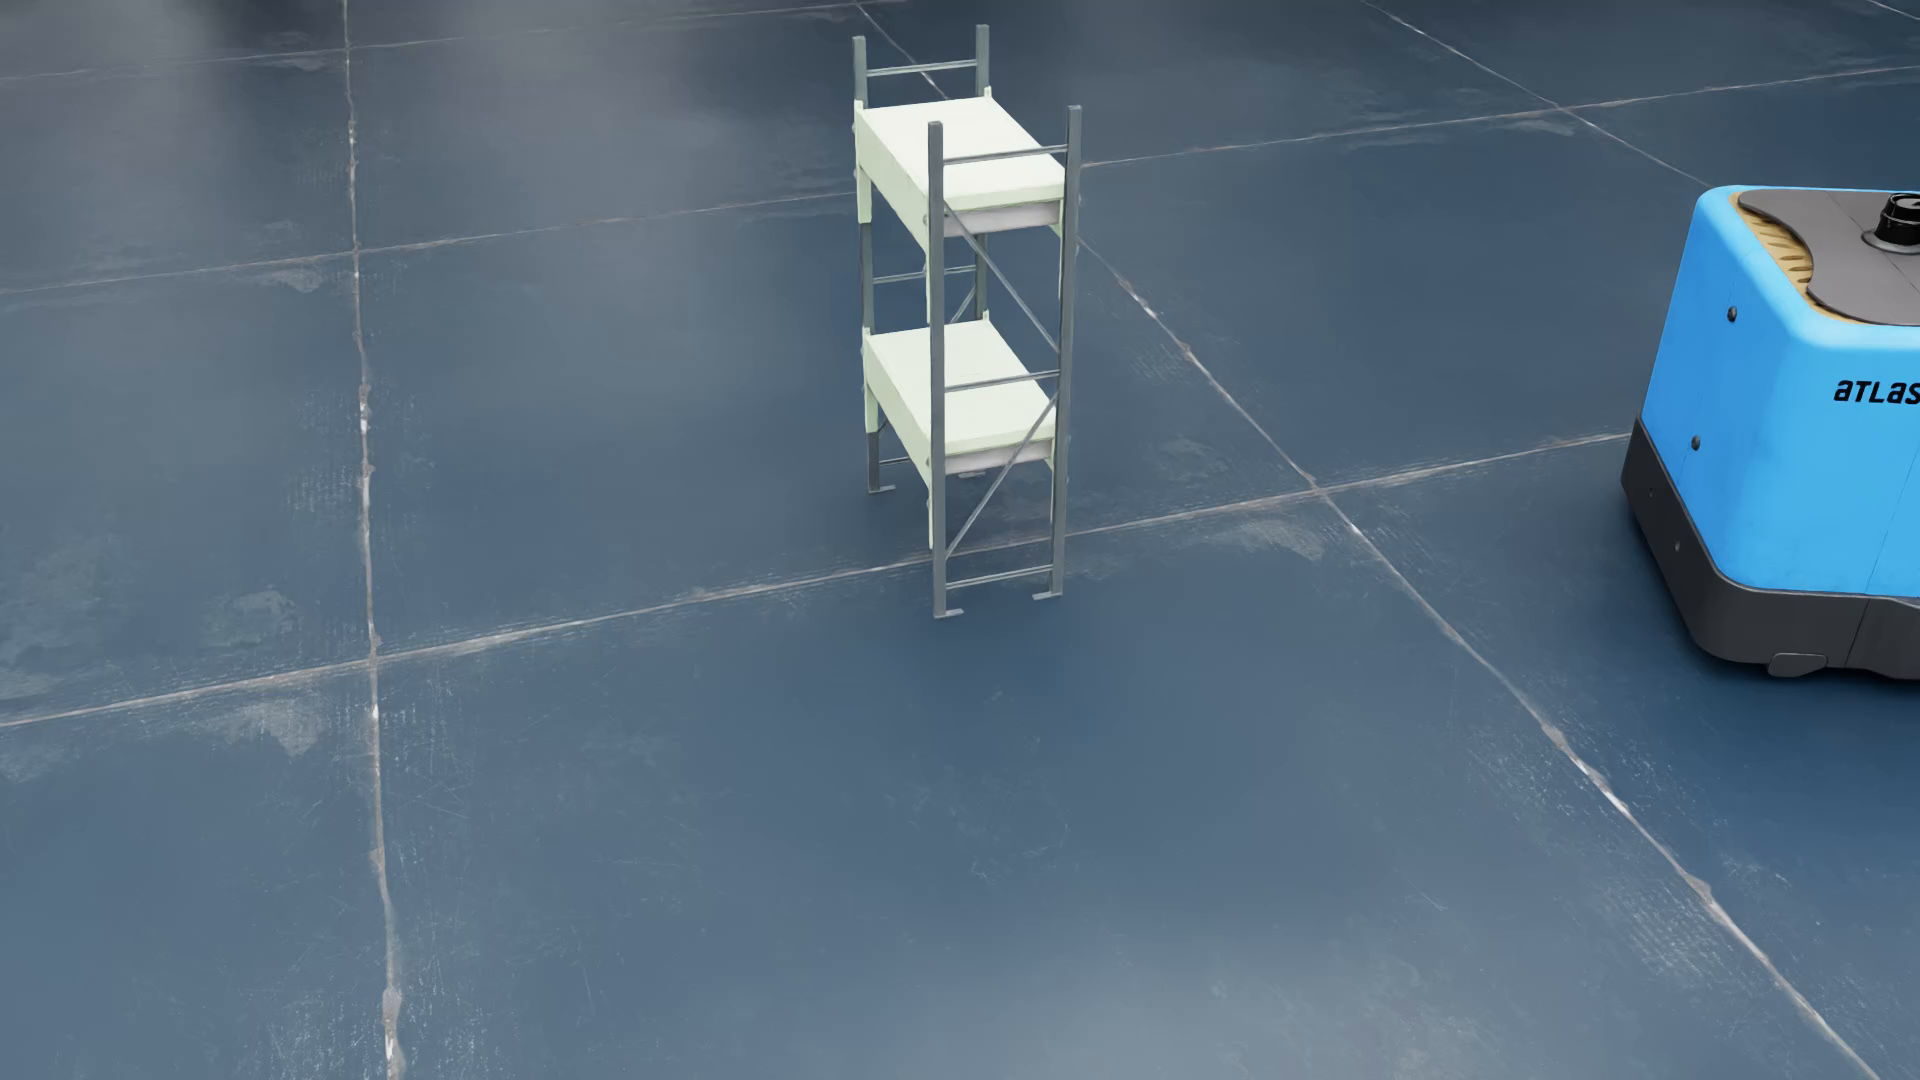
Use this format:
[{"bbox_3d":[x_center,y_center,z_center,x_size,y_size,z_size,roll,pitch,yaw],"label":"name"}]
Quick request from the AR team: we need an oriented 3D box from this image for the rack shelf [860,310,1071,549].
[{"bbox_3d":[0.002,-0.350,5.011,0.431,0.370,0.720,-10,35,-15],"label":"rack shelf"}]

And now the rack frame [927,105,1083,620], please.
[{"bbox_3d":[0.114,-0.430,4.540,0.400,1.500,0.023,-10,35,-15],"label":"rack frame"}]

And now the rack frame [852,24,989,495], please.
[{"bbox_3d":[-0.110,-0.814,5.122,0.400,1.500,0.023,-10,35,-15],"label":"rack frame"}]

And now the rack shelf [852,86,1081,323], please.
[{"bbox_3d":[0.002,-0.948,4.616,0.431,0.370,0.720,-10,35,-15],"label":"rack shelf"}]

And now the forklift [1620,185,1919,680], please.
[{"bbox_3d":[3.615,-1.040,4.165,3.031,2.935,1.130,3,34,4],"label":"forklift"}]

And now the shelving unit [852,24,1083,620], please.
[{"bbox_3d":[0.002,-0.622,4.831,0.431,1.500,0.755,-10,35,-15],"label":"shelving unit"}]
